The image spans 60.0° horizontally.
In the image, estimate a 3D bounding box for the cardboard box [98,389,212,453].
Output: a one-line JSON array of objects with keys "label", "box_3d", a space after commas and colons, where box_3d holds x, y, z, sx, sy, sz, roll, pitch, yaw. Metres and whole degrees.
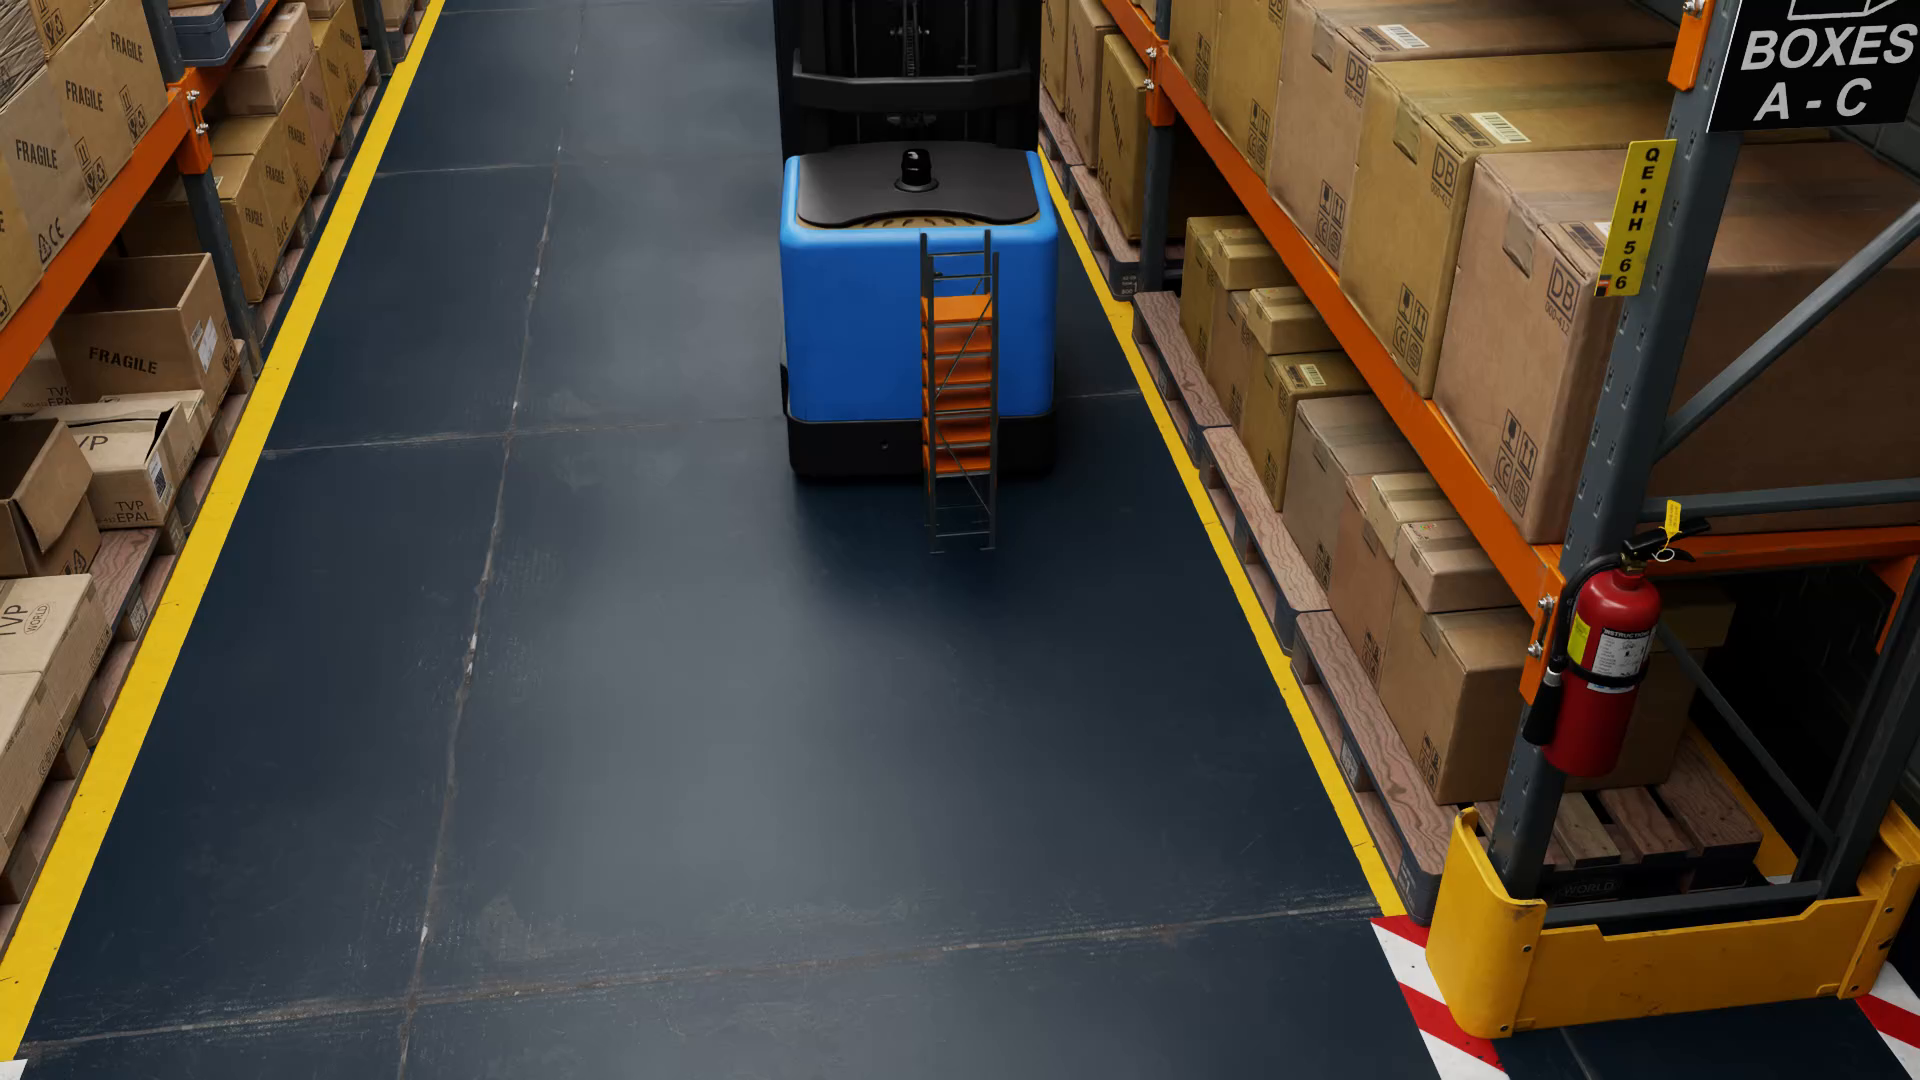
[{"label": "cardboard box", "box_3d": [-3.109, -0.443, 6.378, 0.380, 0.149, 0.250, -4, 35, -6]}]

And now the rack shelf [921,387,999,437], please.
[{"label": "rack shelf", "box_3d": [-0.002, -0.467, 5.949, 0.258, 0.103, 0.180, -4, 35, -6]}]

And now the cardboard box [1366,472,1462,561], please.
[{"label": "cardboard box", "box_3d": [1.443, -0.078, 4.971, 0.380, 0.149, 0.250, -3, 34, -5]}]

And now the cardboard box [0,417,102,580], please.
[{"label": "cardboard box", "box_3d": [-3.319, -0.043, 5.475, 0.797, 0.503, 0.637, -4, 35, -6]}]

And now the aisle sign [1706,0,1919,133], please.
[{"label": "aisle sign", "box_3d": [1.582, -1.097, 2.888, 0.394, 0.787, 0.004, -4, 35, -6]}]

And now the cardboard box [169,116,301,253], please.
[{"label": "cardboard box", "box_3d": [-3.483, -1.675, 7.873, 0.500, 0.500, 0.500, -4, 34, -6]}]

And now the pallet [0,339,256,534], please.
[{"label": "pallet", "box_3d": [-3.485, -0.405, 6.657, 1.003, 0.211, 1.213, -4, 35, -6]}]

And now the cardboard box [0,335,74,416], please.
[{"label": "cardboard box", "box_3d": [-3.735, -0.761, 6.700, 0.500, 0.311, 0.500, -4, 35, -6]}]

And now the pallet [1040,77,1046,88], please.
[{"label": "pallet", "box_3d": [0.825, -2.952, 10.394, 1.003, 0.211, 1.213, -4, 35, -6]}]

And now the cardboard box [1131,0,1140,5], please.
[{"label": "cardboard box", "box_3d": [0.948, -2.529, 7.502, 0.380, 0.149, 0.250, -4, 34, -5]}]

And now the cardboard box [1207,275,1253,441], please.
[{"label": "cardboard box", "box_3d": [1.395, -0.753, 6.538, 0.700, 0.500, 0.500, -5, 35, -7]}]

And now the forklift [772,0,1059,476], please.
[{"label": "forklift", "box_3d": [-0.226, -2.264, 6.969, 1.130, 2.935, 3.031, -2, 34, -3]}]

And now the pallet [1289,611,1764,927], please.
[{"label": "pallet", "box_3d": [1.684, 0.626, 5.144, 1.003, 0.211, 1.213, -4, 35, -6]}]

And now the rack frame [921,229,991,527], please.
[{"label": "rack frame", "box_3d": [-0.014, -0.555, 5.999, 0.240, 1.200, 0.006, -4, 35, -6]}]

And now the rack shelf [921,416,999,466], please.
[{"label": "rack shelf", "box_3d": [-0.002, -0.368, 6.017, 0.258, 0.103, 0.180, -4, 35, -6]}]

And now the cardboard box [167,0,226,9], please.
[{"label": "cardboard box", "box_3d": [-3.419, -2.437, 6.700, 0.700, 0.500, 0.500, -16, 37, -22]}]

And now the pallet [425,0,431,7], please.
[{"label": "pallet", "box_3d": [-4.348, -4.162, 12.170, 1.003, 0.211, 1.213, -4, 35, -6]}]

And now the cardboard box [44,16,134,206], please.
[{"label": "cardboard box", "box_3d": [-3.185, -1.435, 5.603, 0.500, 0.500, 0.500, -3, 34, -5]}]

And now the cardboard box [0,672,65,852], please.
[{"label": "cardboard box", "box_3d": [-2.898, 0.642, 4.695, 0.500, 0.250, 0.500, -4, 35, -6]}]

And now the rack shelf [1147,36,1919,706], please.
[{"label": "rack shelf", "box_3d": [1.600, -0.905, 5.552, 1.077, 0.370, 4.000, -4, 35, -6]}]

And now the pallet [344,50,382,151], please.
[{"label": "pallet", "box_3d": [-4.052, -2.601, 9.879, 1.003, 0.211, 1.213, -4, 35, -6]}]

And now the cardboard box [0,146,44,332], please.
[{"label": "cardboard box", "box_3d": [-3.042, -0.864, 4.766, 0.500, 0.500, 0.500, -4, 34, -6]}]

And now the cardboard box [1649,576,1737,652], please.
[{"label": "cardboard box", "box_3d": [1.891, 0.177, 4.597, 0.380, 0.149, 0.250, -4, 34, -6]}]

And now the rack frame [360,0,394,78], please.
[{"label": "rack frame", "box_3d": [-4.115, -4.173, 9.709, 1.000, 3.000, 0.127, -4, 35, -6]}]

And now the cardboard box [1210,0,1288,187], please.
[{"label": "cardboard box", "box_3d": [1.481, -1.730, 5.859, 0.980, 0.700, 0.700, -5, 35, -8]}]

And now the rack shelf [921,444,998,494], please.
[{"label": "rack shelf", "box_3d": [-0.002, -0.269, 6.084, 0.258, 0.103, 0.180, -4, 35, -6]}]

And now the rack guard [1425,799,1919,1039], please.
[{"label": "rack guard", "box_3d": [1.873, 0.961, 4.396, 1.175, 0.500, 0.348, -4, 35, -6]}]

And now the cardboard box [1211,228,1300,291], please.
[{"label": "cardboard box", "box_3d": [1.196, -1.096, 6.466, 0.380, 0.149, 0.250, -3, 34, -5]}]

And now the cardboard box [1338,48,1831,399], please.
[{"label": "cardboard box", "box_3d": [1.682, -0.899, 4.639, 0.980, 0.700, 0.700, -5, 35, -7]}]

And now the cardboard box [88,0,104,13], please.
[{"label": "cardboard box", "box_3d": [-3.252, -2.133, 5.739, 0.500, 0.500, 0.500, -4, 34, -6]}]

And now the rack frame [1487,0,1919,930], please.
[{"label": "rack frame", "box_3d": [1.869, -0.086, 3.712, 1.000, 3.000, 0.127, -4, 35, -6]}]

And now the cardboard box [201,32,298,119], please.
[{"label": "cardboard box", "box_3d": [-3.535, -2.246, 8.045, 0.500, 0.250, 0.500, -4, 35, -6]}]

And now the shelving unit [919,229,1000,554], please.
[{"label": "shelving unit", "box_3d": [-0.002, -0.504, 5.924, 0.258, 1.200, 0.189, -4, 35, -6]}]

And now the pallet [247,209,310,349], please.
[{"label": "pallet", "box_3d": [-3.724, -1.239, 7.881, 1.003, 0.211, 1.213, -4, 35, -6]}]

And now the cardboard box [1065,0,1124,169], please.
[{"label": "cardboard box", "box_3d": [0.993, -2.452, 8.720, 0.750, 0.750, 0.750, -3, 34, -5]}]

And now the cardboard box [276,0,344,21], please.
[{"label": "cardboard box", "box_3d": [-3.745, -3.096, 9.293, 0.500, 0.250, 0.500, -3, 34, -5]}]

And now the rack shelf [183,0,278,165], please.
[{"label": "rack shelf", "box_3d": [-3.846, -2.759, 8.274, 1.077, 0.370, 4.000, -4, 35, -6]}]

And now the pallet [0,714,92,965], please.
[{"label": "pallet", "box_3d": [-3.157, 0.957, 4.659, 1.003, 0.211, 1.213, -4, 35, -6]}]

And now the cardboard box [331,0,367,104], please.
[{"label": "cardboard box", "box_3d": [-3.756, -2.817, 9.550, 0.500, 0.500, 0.500, -3, 34, -5]}]

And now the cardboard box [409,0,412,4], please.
[{"label": "cardboard box", "box_3d": [-3.963, -3.805, 11.238, 0.500, 0.250, 0.500, -5, 35, -8]}]

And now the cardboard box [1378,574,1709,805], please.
[{"label": "cardboard box", "box_3d": [1.676, 0.391, 4.860, 0.700, 0.500, 0.500, -4, 35, -6]}]

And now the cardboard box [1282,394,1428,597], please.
[{"label": "cardboard box", "box_3d": [1.540, -0.169, 5.681, 0.700, 0.500, 0.500, -5, 35, -8]}]

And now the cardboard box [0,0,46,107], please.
[{"label": "cardboard box", "box_3d": [-3.113, -1.566, 4.907, 0.500, 0.500, 0.500, -4, 34, -6]}]

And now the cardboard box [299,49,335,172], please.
[{"label": "cardboard box", "box_3d": [-3.610, -2.236, 8.697, 0.500, 0.500, 0.500, -6, 35, -8]}]

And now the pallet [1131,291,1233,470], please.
[{"label": "pallet", "box_3d": [1.356, -0.735, 7.142, 1.003, 0.211, 1.213, -4, 35, -6]}]
